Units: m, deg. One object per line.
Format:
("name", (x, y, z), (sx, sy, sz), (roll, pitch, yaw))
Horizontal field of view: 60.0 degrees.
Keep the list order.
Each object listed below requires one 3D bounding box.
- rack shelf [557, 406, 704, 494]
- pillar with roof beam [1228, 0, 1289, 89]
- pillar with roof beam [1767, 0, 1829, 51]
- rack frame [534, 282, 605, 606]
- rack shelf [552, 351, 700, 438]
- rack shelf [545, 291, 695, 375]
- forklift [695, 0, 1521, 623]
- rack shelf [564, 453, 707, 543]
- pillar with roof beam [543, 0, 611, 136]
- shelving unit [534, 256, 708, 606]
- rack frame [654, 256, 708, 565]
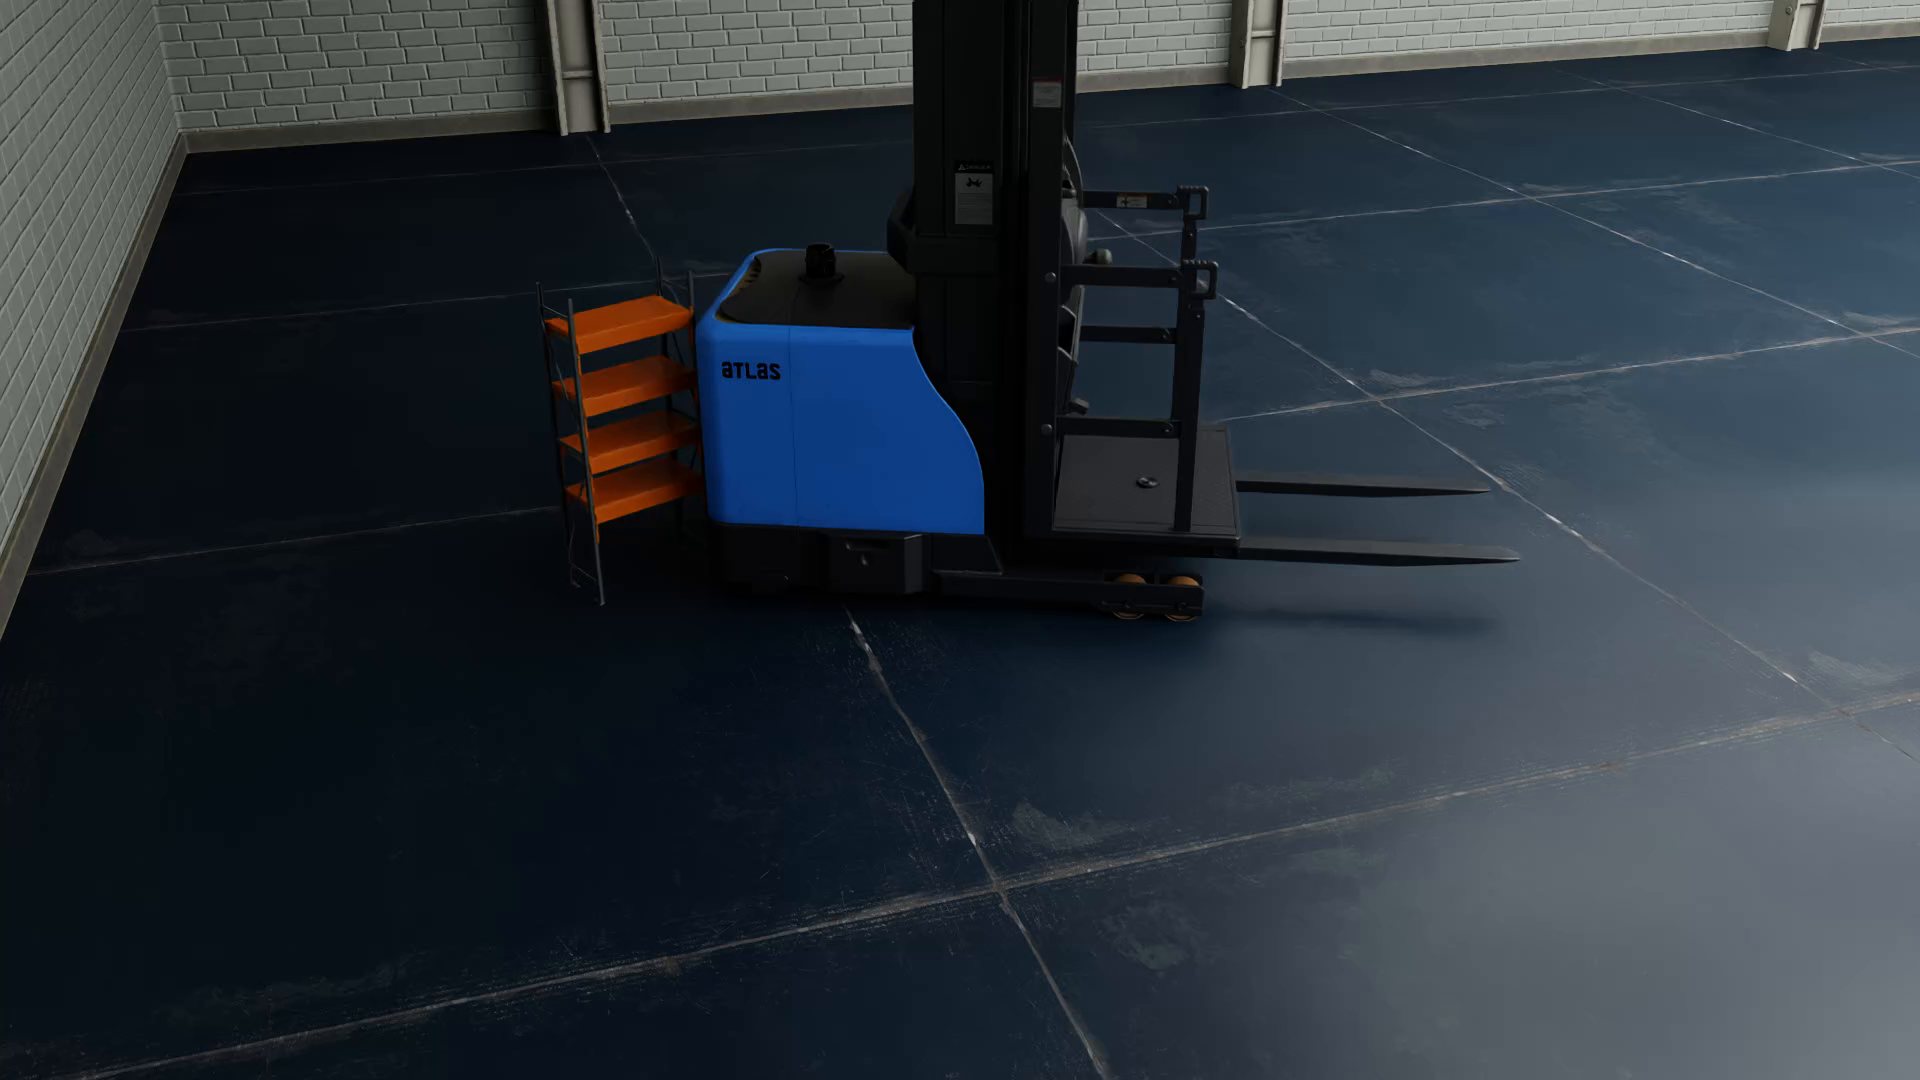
("rack shelf", (-1.237, -0.343, 6.244), (0.480, 0.148, 0.258), (-21, 33, -36))
("pillar with roof beam", (4.000, -6.347, 9.415), (0.400, 9.000, 9.100), (-8, 28, -16))
("pillar with roof beam", (9.705, -7.173, 11.079), (0.400, 9.000, 9.100), (-8, 28, -16))
("rack frame", (-1.422, -0.333, 6.071), (0.015, 1.200, 0.240), (-21, 33, -36))
("rack shelf", (-1.237, -0.544, 6.144), (0.480, 0.148, 0.258), (-21, 33, -36))
("rack shelf", (-1.237, -0.756, 6.039), (0.480, 0.148, 0.258), (-21, 33, -36))
("forklift", (0.589, -1.258, 5.987), (3.031, 2.935, 1.130), (3, 27, 5))
("rack shelf", (-1.237, -0.166, 6.332), (0.480, 0.148, 0.258), (-21, 33, -36))
("pillar with roof beam", (-1.705, -5.521, 7.751), (0.400, 9.000, 9.100), (-8, 28, -16))
("shelving unit", (-1.237, -0.404, 6.214), (0.503, 1.200, 0.258), (-21, 33, -36))
("rack frame", (-1.053, -0.475, 6.357), (0.015, 1.200, 0.240), (-21, 33, -36))
